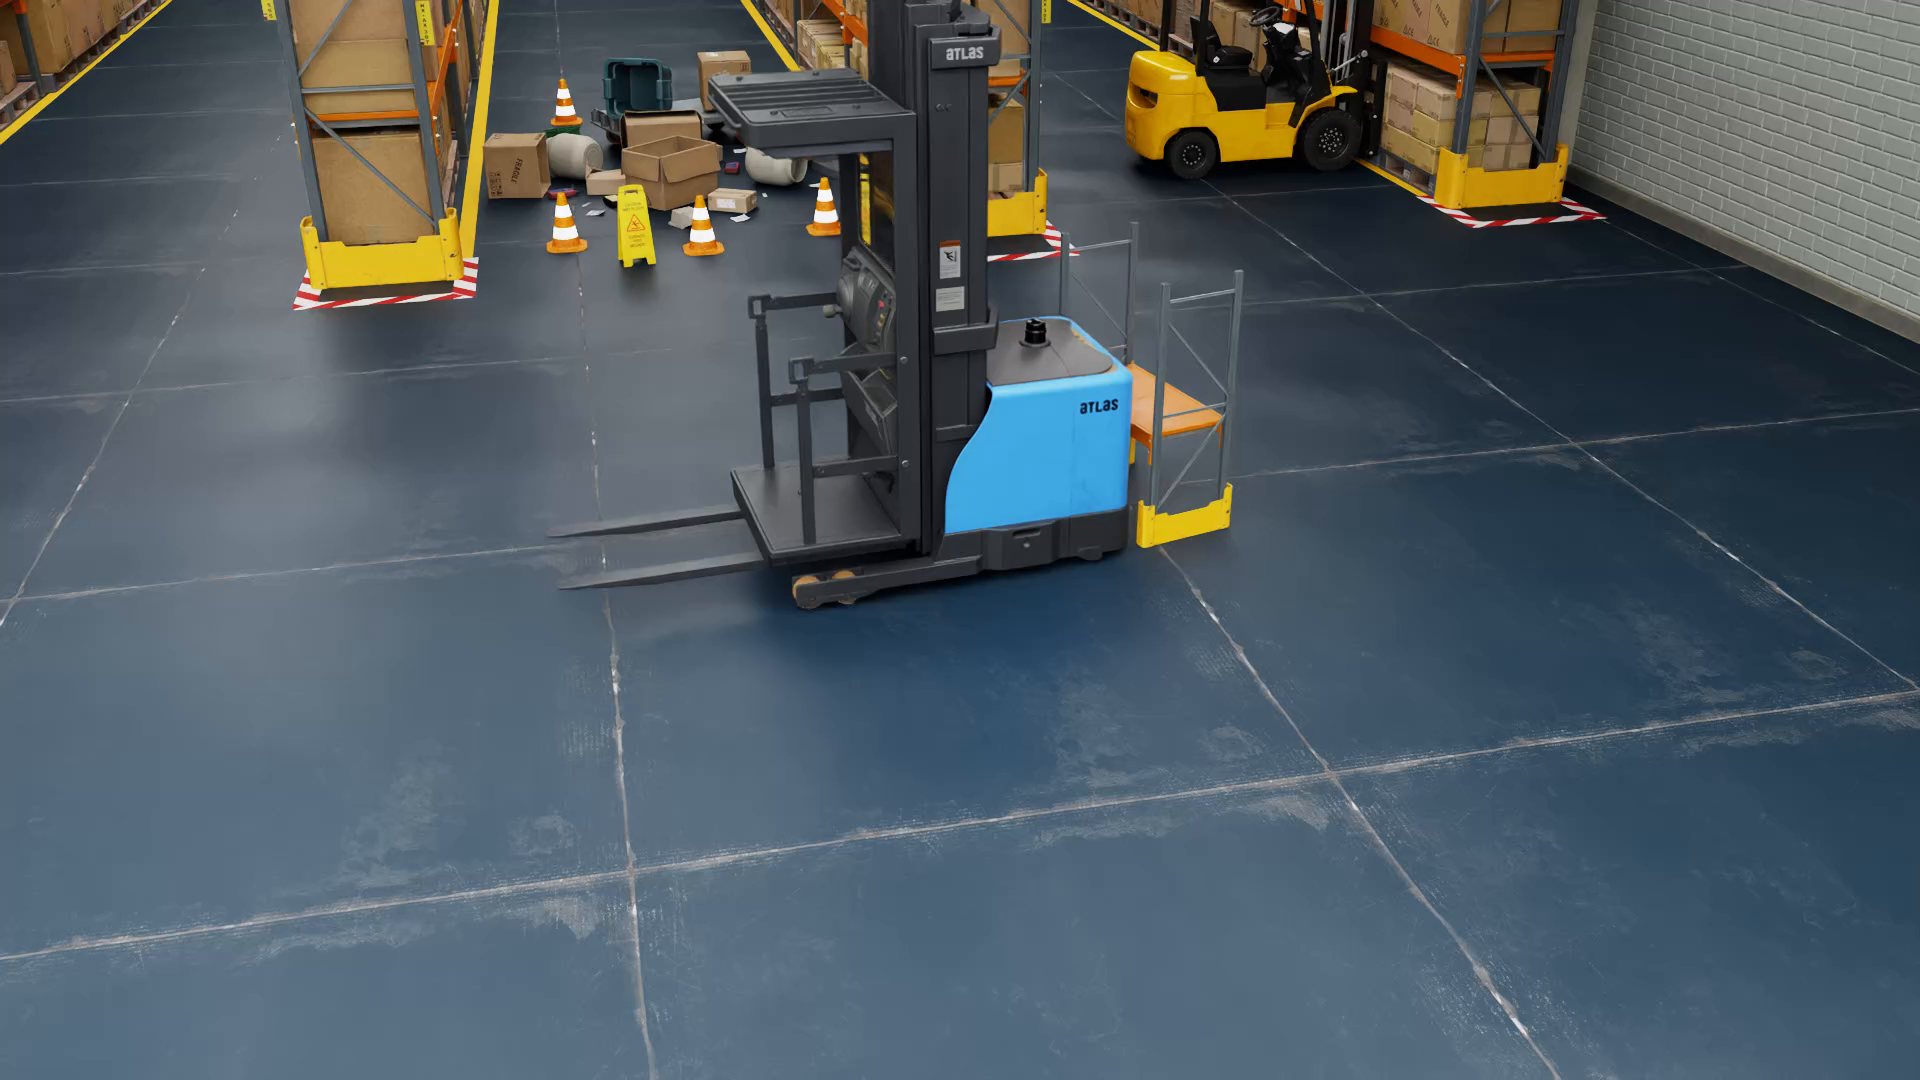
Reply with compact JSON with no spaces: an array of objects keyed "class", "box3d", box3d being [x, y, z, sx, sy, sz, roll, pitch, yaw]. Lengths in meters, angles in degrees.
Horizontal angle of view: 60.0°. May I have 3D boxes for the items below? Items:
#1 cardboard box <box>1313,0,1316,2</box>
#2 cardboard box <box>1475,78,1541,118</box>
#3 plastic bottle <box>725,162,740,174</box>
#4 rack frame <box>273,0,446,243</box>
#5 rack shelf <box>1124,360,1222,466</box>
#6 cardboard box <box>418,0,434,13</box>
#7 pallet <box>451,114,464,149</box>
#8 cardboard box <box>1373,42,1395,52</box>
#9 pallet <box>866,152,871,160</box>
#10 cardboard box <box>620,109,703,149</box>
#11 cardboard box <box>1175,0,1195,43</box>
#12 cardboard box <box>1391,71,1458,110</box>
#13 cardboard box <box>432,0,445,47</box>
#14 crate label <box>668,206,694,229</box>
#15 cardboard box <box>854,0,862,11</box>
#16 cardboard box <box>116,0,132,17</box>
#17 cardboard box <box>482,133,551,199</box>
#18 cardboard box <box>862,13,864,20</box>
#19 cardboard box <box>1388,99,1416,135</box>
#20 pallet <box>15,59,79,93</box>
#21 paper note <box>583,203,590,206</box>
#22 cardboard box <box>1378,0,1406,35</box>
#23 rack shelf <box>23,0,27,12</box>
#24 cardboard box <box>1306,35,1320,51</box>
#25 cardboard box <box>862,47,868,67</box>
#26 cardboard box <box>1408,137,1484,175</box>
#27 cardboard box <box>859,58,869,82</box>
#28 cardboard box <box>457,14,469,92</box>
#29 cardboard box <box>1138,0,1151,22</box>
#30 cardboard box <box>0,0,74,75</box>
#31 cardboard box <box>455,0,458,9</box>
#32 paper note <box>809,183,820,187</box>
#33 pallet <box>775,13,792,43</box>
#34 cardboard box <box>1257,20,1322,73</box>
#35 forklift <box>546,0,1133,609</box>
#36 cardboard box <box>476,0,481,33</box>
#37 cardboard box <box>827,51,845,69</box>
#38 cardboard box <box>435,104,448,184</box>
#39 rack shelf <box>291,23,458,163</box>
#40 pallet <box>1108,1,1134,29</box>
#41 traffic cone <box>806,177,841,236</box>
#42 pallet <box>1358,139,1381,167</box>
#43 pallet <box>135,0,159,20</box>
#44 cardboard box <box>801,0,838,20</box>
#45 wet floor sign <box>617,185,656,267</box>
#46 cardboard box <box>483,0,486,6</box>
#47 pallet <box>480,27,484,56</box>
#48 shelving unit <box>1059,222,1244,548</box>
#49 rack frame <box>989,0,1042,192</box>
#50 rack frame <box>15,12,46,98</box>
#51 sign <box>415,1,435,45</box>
[{"class":"cardboard box","box3d":[3.957,-6.099,17.893,0.500,0.500,0.500,-7,28,-13]},{"class":"cardboard box","box3d":[5.089,-4.156,15.631,0.500,0.250,0.500,-6,27,-12]},{"class":"plastic bottle","box3d":[-2.260,-3.701,16.515,0.133,0.061,0.283,-1,27,-3]},{"class":"rack frame","box3d":[-4.622,-3.467,12.790,1.000,3.000,0.127,-6,27,-12]},{"class":"rack shelf","box3d":[1.027,-0.736,9.443,0.538,0.185,1.000,-13,30,-24]},{"class":"cardboard box","box3d":[-4.876,-4.674,13.817,0.875,0.550,0.550,-6,27,-12]},{"class":"pallet","box3d":[-5.771,-4.309,17.553,1.003,0.211,1.213,-6,27,-12]},{"class":"cardboard box","box3d":[4.640,-5.041,17.385,0.500,0.250,0.500,-6,27,-11]},{"class":"pallet","box3d":[-0.538,-4.234,17.404,1.003,0.211,1.213,-6,27,-12]},{"class":"cardboard box","box3d":[-2.904,-3.884,16.236,0.797,0.637,0.503,-6,27,-12]},{"class":"cardboard box","box3d":[3.337,-6.884,21.729,0.875,0.625,0.625,-5,27,-10]},{"class":"cardboard box","box3d":[4.484,-4.320,15.956,0.500,0.250,0.500,-5,27,-11]},{"class":"cardboard box","box3d":[-5.283,-4.890,15.443,0.875,0.550,0.550,-6,27,-12]},{"class":"crate label","box3d":[-2.419,-2.871,14.785,0.250,0.136,0.298,-23,35,-38]},{"class":"cardboard box","box3d":[-0.761,-5.508,16.392,0.500,0.500,0.500,-6,27,-12]},{"class":"cardboard box","box3d":[-12.253,-7.812,23.291,0.875,0.875,0.875,-6,27,-12]},{"class":"cardboard box","box3d":[-4.174,-3.531,15.688,0.500,0.500,0.500,-1,27,-3]},{"class":"cardboard box","box3d":[-0.769,-5.268,16.636,0.380,0.149,0.250,-6,27,-12]},{"class":"cardboard box","box3d":[4.496,-4.106,16.087,0.500,0.250,0.500,-6,27,-12]},{"class":"pallet","box3d":[-11.385,-5.629,20.167,1.003,0.211,1.213,-6,27,-12]},{"class":"paper note","box3d":[-3.459,-3.105,15.391,0.032,0.001,0.123,8,28,15]},{"class":"cardboard box","box3d":[4.422,-5.207,16.127,0.500,0.500,0.500,-6,27,-13]},{"class":"rack shelf","box3d":[-11.731,-7.076,20.740,1.077,0.370,4.000,-6,27,-12]},{"class":"cardboard box","box3d":[4.020,-5.212,17.723,0.500,0.250,0.500,-6,27,-12]},{"class":"cardboard box","box3d":[-0.767,-4.781,16.428,0.380,0.149,0.250,-5,27,-10]},{"class":"cardboard box","box3d":[4.599,-3.654,15.745,0.500,0.250,0.500,-6,27,-11]},{"class":"cardboard box","box3d":[-0.722,-4.544,16.678,0.500,0.500,0.500,-5,27,-10]},{"class":"cardboard box","box3d":[-6.175,-5.502,18.853,1.050,0.750,0.750,-6,27,-11]},{"class":"cardboard box","box3d":[2.802,-7.488,23.064,0.500,0.500,0.500,-6,27,-12]},{"class":"cardboard box","box3d":[-11.416,-6.064,19.826,1.225,0.875,0.875,-7,28,-14]},{"class":"cardboard box","box3d":[-5.495,-5.747,17.197,0.500,0.500,0.500,-6,27,-11]},{"class":"paper note","box3d":[-1.359,-3.412,15.976,0.142,0.019,0.148,-16,31,-29]},{"class":"pallet","box3d":[-2.001,-7.169,23.220,1.003,0.211,1.213,-6,27,-12]},{"class":"cardboard box","box3d":[3.983,-5.631,19.247,0.875,0.625,0.625,-5,27,-9]},{"class":"forklift","box3d":[-0.660,-1.220,8.413,3.031,2.935,1.130,-8,28,-16]},{"class":"cardboard box","box3d":[-6.688,-7.056,22.209,0.500,0.500,0.500,-7,28,-13]},{"class":"cardboard box","box3d":[-1.010,-5.330,18.930,0.950,0.372,0.625,-4,27,-8]},{"class":"cardboard box","box3d":[-5.244,-3.783,15.309,0.875,0.875,0.875,-6,27,-11]},{"class":"rack shelf","box3d":[-5.073,-4.024,14.691,1.077,0.370,4.000,-6,27,-12]},{"class":"pallet","box3d":[2.807,-7.653,24.178,1.003,0.211,1.213,-6,27,-12]},{"class":"traffic cone","box3d":[-1.176,-2.939,14.560,0.336,0.463,0.334,-6,27,-12]},{"class":"pallet","box3d":[4.528,-4.141,17.219,1.003,0.211,1.213,-6,27,-12]},{"class":"pallet","box3d":[-12.556,-7.909,24.686,1.003,0.211,1.213,-6,27,-12]},{"class":"cardboard box","box3d":[-1.700,-7.077,21.833,0.875,0.875,0.875,-6,27,-12]},{"class":"wet floor sign","box3d":[-2.687,-2.604,13.693,0.267,0.644,0.232,-11,29,-20]},{"class":"cardboard box","box3d":[-7.096,-7.842,24.156,0.380,0.149,0.250,-7,28,-14]},{"class":"pallet","box3d":[-6.872,-6.612,22.115,1.003,0.211,1.213,-6,27,-12]},{"class":"shelving unit","box3d":[1.023,-0.900,9.369,0.587,1.500,1.083,-13,30,-24]},{"class":"rack frame","box3d":[0.177,-4.014,13.874,1.000,3.000,0.127,-6,27,-12]},{"class":"rack frame","box3d":[-11.281,-6.520,18.838,1.000,3.000,0.127,-6,27,-12]},{"class":"sign","box3d":[-4.080,-3.942,12.683,0.100,0.325,0.005,-6,27,-12]}]
